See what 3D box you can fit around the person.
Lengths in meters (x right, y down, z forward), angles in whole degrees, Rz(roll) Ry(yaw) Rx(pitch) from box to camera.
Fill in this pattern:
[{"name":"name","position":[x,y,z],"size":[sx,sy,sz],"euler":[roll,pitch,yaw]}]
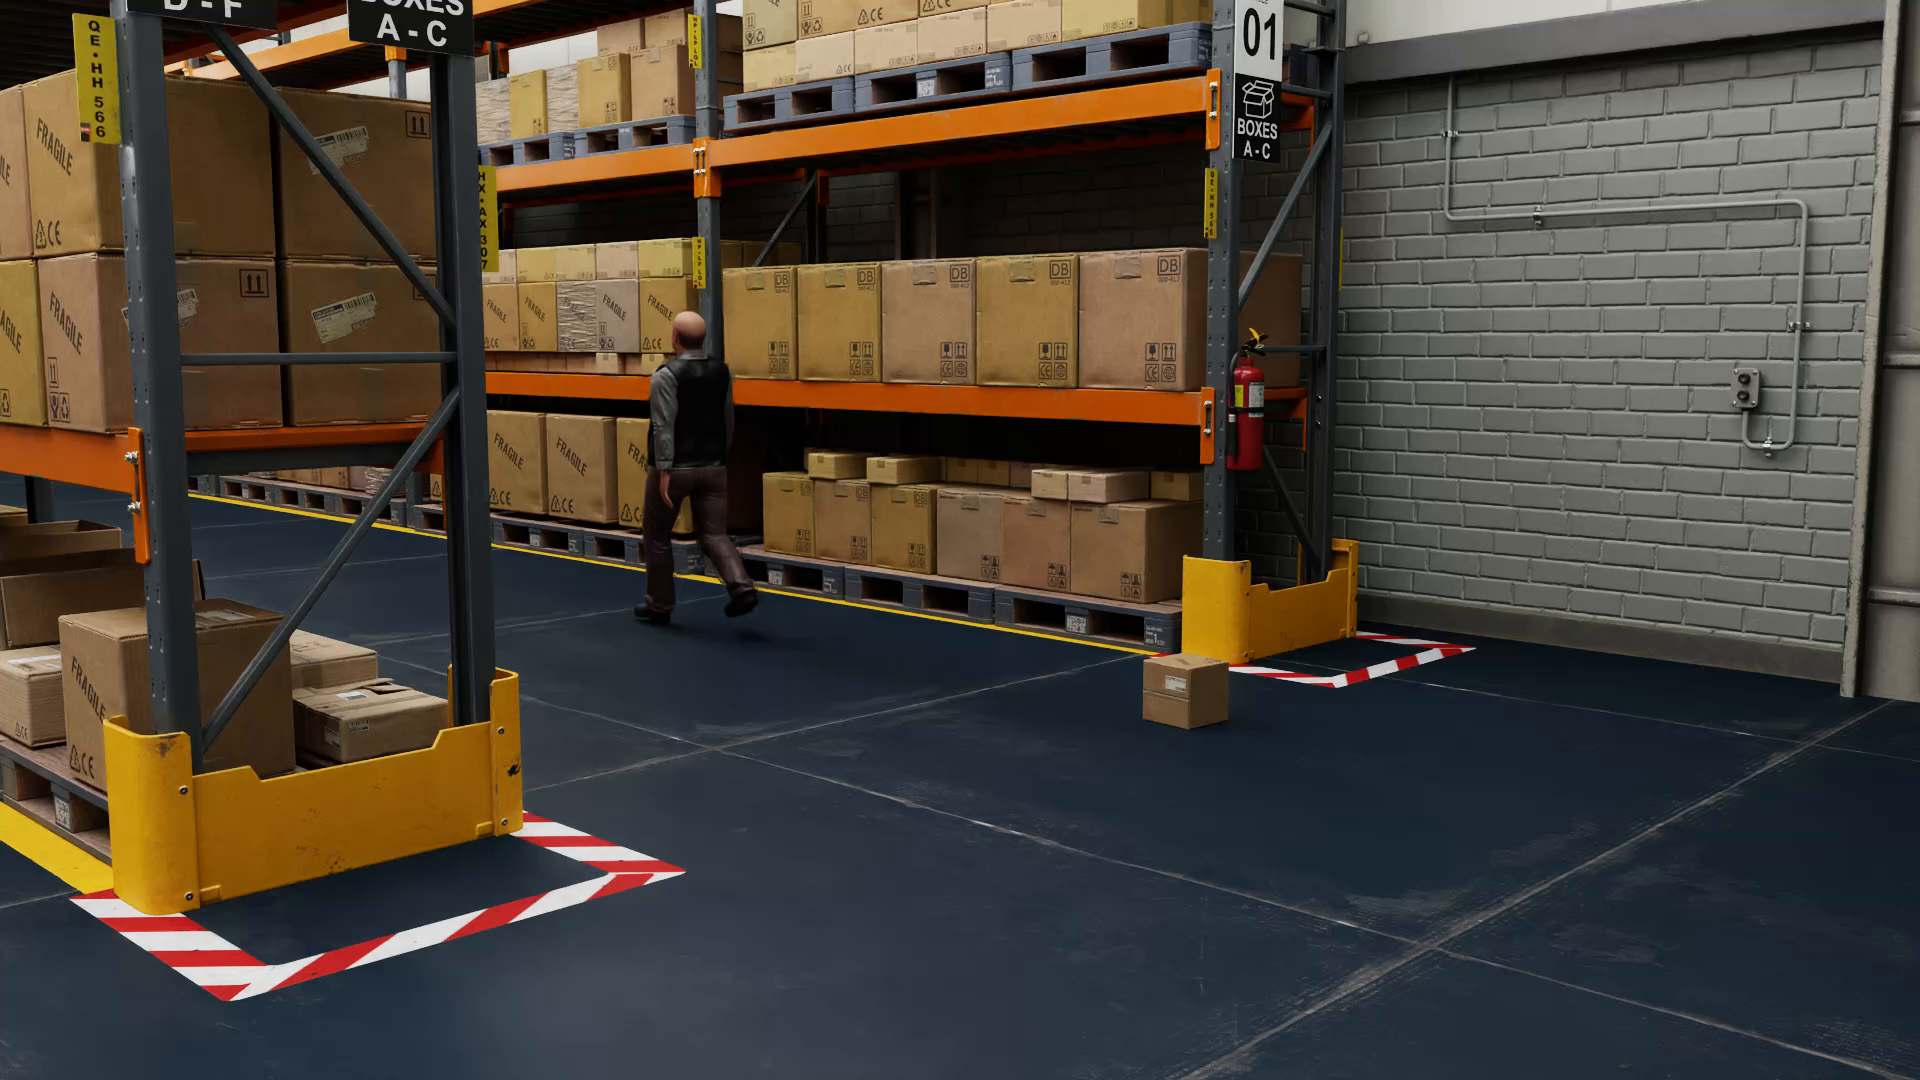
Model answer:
[{"name":"person","position":[-1.437,-0.372,8.903],"size":[0.540,1.689,0.938],"euler":[-6,9,-38]}]
